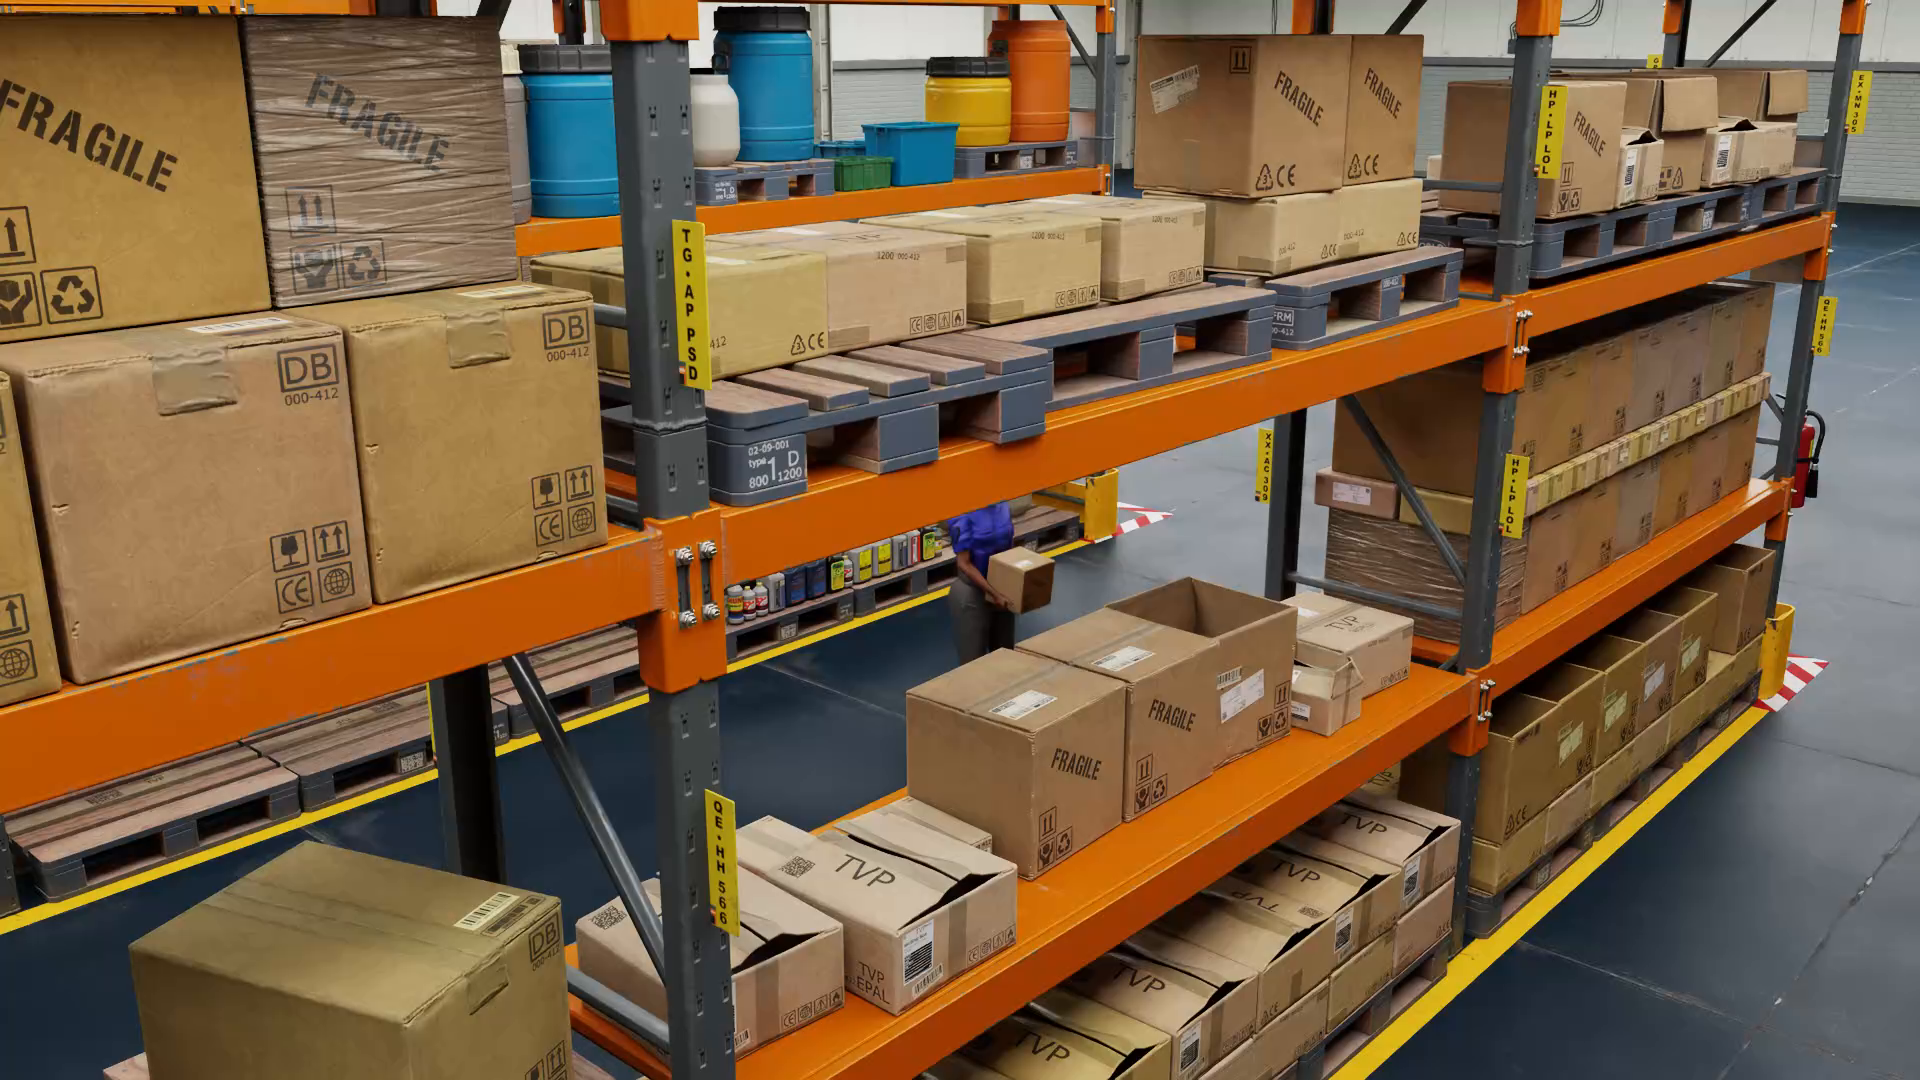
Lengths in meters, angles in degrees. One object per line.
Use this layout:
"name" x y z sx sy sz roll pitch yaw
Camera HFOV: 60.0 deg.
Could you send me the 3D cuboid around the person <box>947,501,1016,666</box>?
"person" 0.184 0.350 8.952 0.523 1.634 0.450 15 23 40
